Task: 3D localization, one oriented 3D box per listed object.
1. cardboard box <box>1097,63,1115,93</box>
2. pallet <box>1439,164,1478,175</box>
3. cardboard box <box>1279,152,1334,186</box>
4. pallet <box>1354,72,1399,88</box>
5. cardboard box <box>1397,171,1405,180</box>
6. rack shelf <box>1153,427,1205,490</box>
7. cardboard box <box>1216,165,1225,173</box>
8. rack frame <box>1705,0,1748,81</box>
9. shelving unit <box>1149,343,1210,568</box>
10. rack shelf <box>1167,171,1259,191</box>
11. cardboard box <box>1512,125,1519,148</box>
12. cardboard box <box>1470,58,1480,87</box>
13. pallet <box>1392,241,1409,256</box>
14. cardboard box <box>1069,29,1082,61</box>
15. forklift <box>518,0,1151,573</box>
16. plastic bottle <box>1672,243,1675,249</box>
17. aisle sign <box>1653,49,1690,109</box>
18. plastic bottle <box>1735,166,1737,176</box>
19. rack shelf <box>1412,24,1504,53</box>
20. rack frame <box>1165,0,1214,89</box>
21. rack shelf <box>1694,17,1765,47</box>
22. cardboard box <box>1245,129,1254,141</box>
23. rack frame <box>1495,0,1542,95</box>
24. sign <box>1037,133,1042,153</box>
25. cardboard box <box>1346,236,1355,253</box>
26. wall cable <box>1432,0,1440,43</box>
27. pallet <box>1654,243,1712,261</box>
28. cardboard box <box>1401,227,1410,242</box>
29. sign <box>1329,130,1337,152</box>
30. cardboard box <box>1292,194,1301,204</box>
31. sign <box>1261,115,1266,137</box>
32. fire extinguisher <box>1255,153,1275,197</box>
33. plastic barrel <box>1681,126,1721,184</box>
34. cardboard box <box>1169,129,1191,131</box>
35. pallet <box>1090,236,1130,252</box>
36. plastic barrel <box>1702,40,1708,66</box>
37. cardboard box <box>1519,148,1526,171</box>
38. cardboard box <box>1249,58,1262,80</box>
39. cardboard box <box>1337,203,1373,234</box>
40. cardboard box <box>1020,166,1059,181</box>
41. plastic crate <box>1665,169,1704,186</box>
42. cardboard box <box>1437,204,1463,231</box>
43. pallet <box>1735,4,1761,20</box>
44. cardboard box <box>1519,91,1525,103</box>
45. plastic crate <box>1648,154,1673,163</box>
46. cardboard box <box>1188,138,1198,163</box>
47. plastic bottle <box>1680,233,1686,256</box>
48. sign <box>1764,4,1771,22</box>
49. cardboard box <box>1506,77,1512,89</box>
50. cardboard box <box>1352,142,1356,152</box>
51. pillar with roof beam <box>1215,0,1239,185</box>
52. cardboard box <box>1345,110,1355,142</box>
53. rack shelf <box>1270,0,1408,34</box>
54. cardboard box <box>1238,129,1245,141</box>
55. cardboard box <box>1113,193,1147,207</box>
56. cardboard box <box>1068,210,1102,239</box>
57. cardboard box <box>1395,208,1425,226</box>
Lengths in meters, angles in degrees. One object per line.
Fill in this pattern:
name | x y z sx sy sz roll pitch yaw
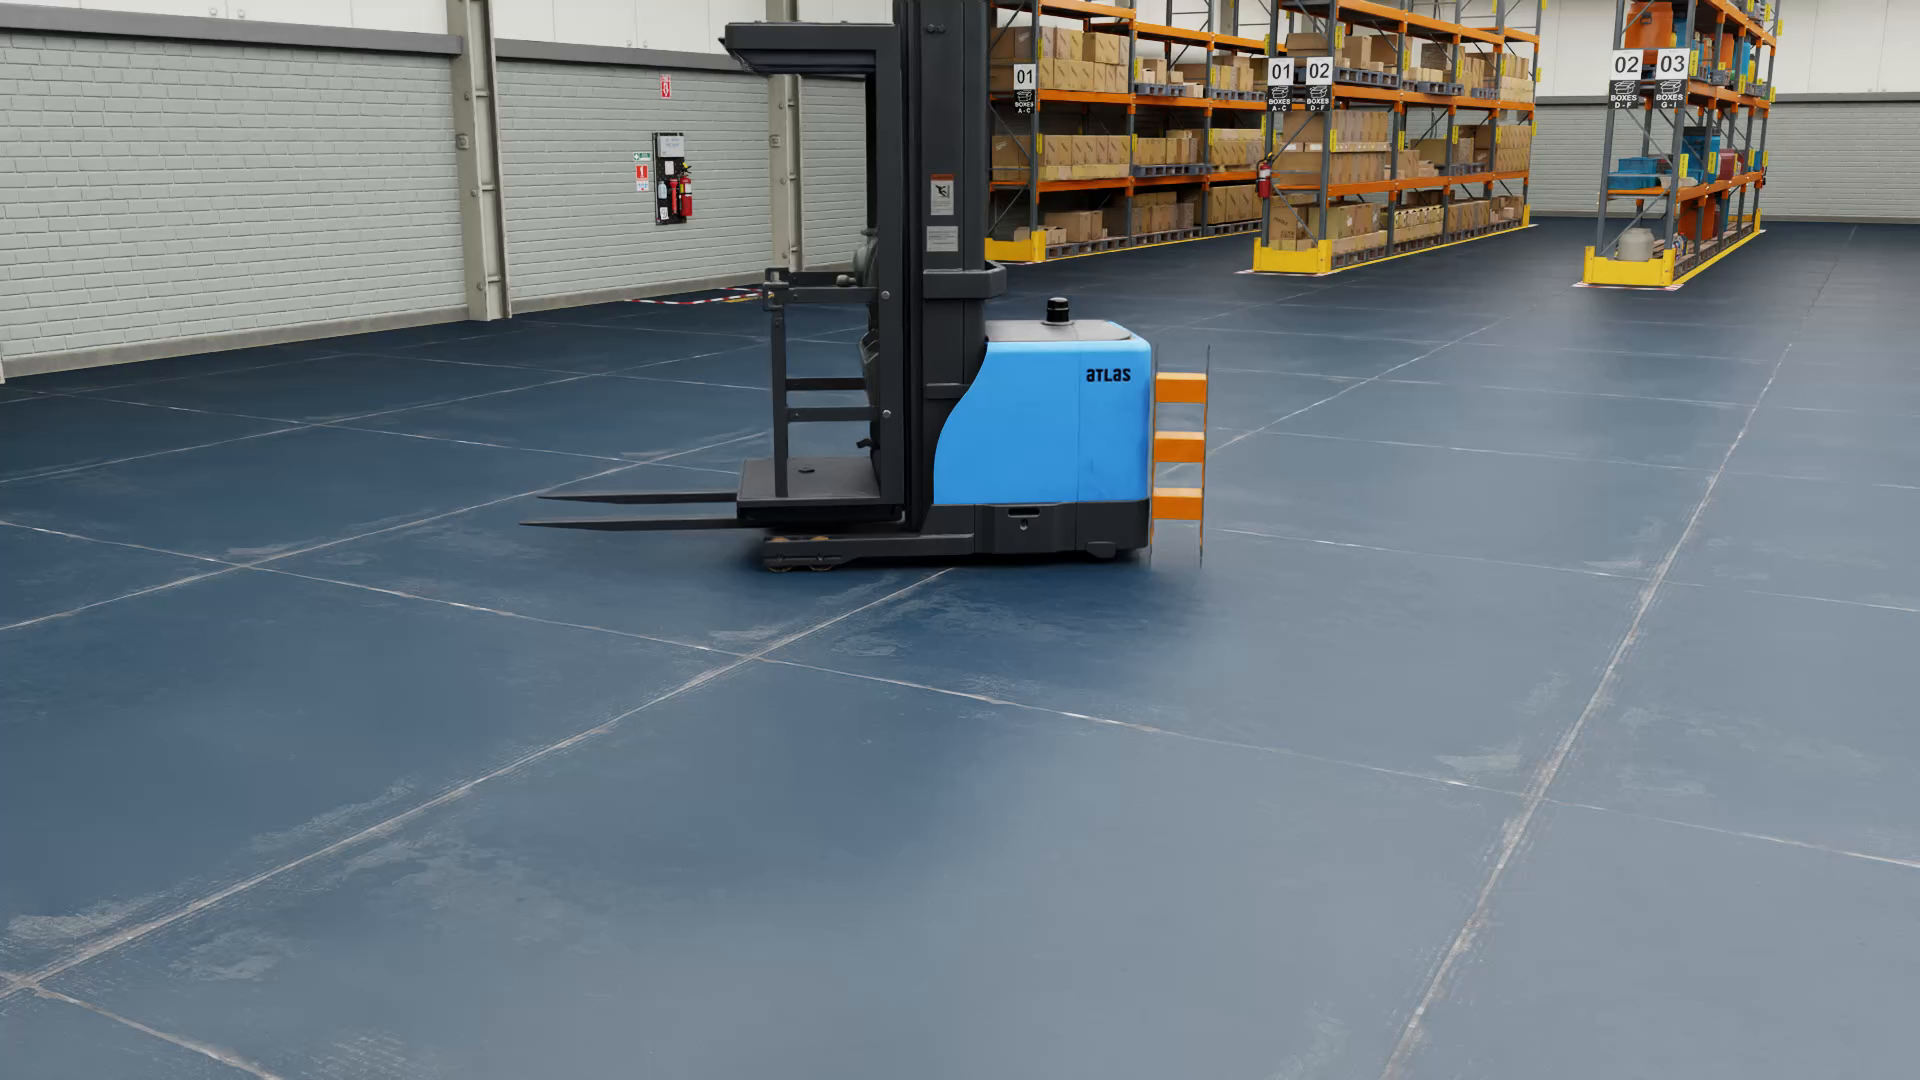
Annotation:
cardboard box | 2.486 -8.317 29.974 0.500 0.500 0.500 6 15 23
pallet | 9.977 -7.600 34.069 1.003 0.211 1.213 7 15 28
cardboard box | 5.411 -5.796 25.961 0.700 0.500 0.500 7 15 28
pallet | 6.718 -7.711 27.906 1.003 0.211 1.213 7 15 28
cardboard box | 7.715 -6.510 29.673 0.380 0.149 0.250 7 15 28
rack shelf | 1.050 -0.392 7.963 0.240 0.259 0.215 2 14 8
cardboard box | 5.397 -7.879 35.310 0.380 0.149 0.250 8 16 30
rack frame | 13.375 -9.649 29.355 1.000 3.000 0.127 7 15 28
shelving unit | 1.050 -0.402 7.961 0.252 1.050 0.215 2 14 8
rack shelf | 5.670 -7.915 36.501 1.077 0.370 4.000 7 15 28
cardboard box | 12.196 -9.032 37.250 0.500 0.500 0.500 8 16 30
cardboard box | 10.364 -9.640 34.396 0.600 0.600 0.600 7 15 27
pallet | 7.429 -5.274 29.958 1.003 0.211 1.213 7 15 28
cardboard box | 1.759 -8.471 28.482 0.500 0.500 0.500 8 16 30
forklift | -0.627 -1.399 8.084 3.031 2.935 1.130 -1 14 -6
plastic bottle | 10.657 -4.315 24.915 0.097 0.271 0.097 0 14 0
aisle sign | 9.730 -6.307 22.747 0.394 0.787 0.004 7 15 28
plastic bottle | 14.916 -7.169 32.135 0.152 0.276 0.135 7 15 28
rack shelf | 10.008 -10.077 33.520 1.077 0.370 4.000 7 15 28
rack frame | 4.703 -10.771 34.011 1.000 3.000 0.127 7 15 28
rack shelf | 14.342 -9.515 31.189 1.077 0.370 4.000 7 15 28
cardboard box | 6.133 -8.910 36.599 0.500 0.250 0.500 8 16 29
rack frame | 12.908 -11.852 38.495 1.000 3.000 0.127 7 15 28
sign | 1.311 -6.573 27.550 0.100 0.325 0.005 7 15 28
cardboard box | 6.108 -4.811 27.059 0.500 0.250 0.500 7 15 28
wall cable | 13.986 -14.172 43.965 3.097 2.526 0.112 7 15 28
pallet | 12.376 -4.973 28.710 1.003 0.211 1.213 7 15 28
cardboard box | 7.768 -5.500 29.920 0.500 0.250 0.500 8 16 29
sign | 5.657 -6.048 25.205 0.100 0.325 0.005 7 15 28
cardboard box | 7.835 -8.124 40.269 0.700 0.500 0.500 7 15 26
sign | 4.705 -6.395 25.685 0.100 0.325 0.005 7 15 28
fire extinguisher | 4.710 -5.644 25.708 0.296 0.674 0.183 7 15 28
plastic barrel | 11.894 -6.200 26.782 0.600 0.901 0.708 7 15 28
cardboard box | 4.695 -8.545 35.085 0.500 0.250 0.500 8 16 30
pallet | 2.475 -5.537 31.049 1.003 0.211 1.213 7 15 28
plastic barrel | 12.472 -8.121 28.503 0.600 0.830 0.708 7 15 28
cardboard box | 12.682 -8.755 38.234 0.500 0.500 0.500 8 15 29
cardboard box | 6.770 -10.848 38.340 0.500 0.500 0.500 7 15 28
cardboard box | 6.584 -5.381 27.826 0.500 0.500 0.500 7 15 28
cardboard box | 1.349 -6.214 28.188 0.500 0.250 0.500 7 15 26
plastic crate | 11.144 -5.582 25.602 0.499 0.251 0.616 7 15 28
cardboard box | 9.759 -6.462 33.332 0.500 0.500 0.500 7 15 26
pallet | 13.751 -9.507 30.024 1.213 0.211 1.003 7 15 28
cardboard box | 12.409 -9.980 37.451 0.500 0.250 0.500 7 15 28
plastic crate | 11.408 -6.077 27.203 0.402 0.464 0.583 7 15 28
cardboard box | 4.484 -8.020 34.246 0.700 0.500 0.500 5 15 21
plastic bottle | 11.290 -4.634 26.067 0.144 0.351 0.185 7 15 25
sign | 15.790 -10.305 32.524 0.100 0.325 0.005 7 15 28
cardboard box | 11.667 -9.918 36.124 0.500 0.250 0.500 7 15 28
cardboard box | 6.173 -6.337 26.823 0.380 0.149 0.250 7 15 27
pillar with roof beam | 9.986 -11.346 36.394 9.100 9.000 0.400 7 15 28
cardboard box | 5.929 -6.649 26.734 0.700 0.500 0.500 7 15 28
rack shelf | 6.141 -8.436 26.712 1.077 0.370 4.000 7 15 28
cardboard box | 5.887 -8.805 36.165 0.500 0.250 0.500 7 15 27
cardboard box | 3.320 -6.641 32.474 0.500 0.250 0.500 7 15 27
cardboard box | 2.302 -5.815 30.650 0.500 0.500 0.500 6 15 24
cardboard box | 8.267 -5.986 30.736 0.500 0.311 0.500 8 16 30
